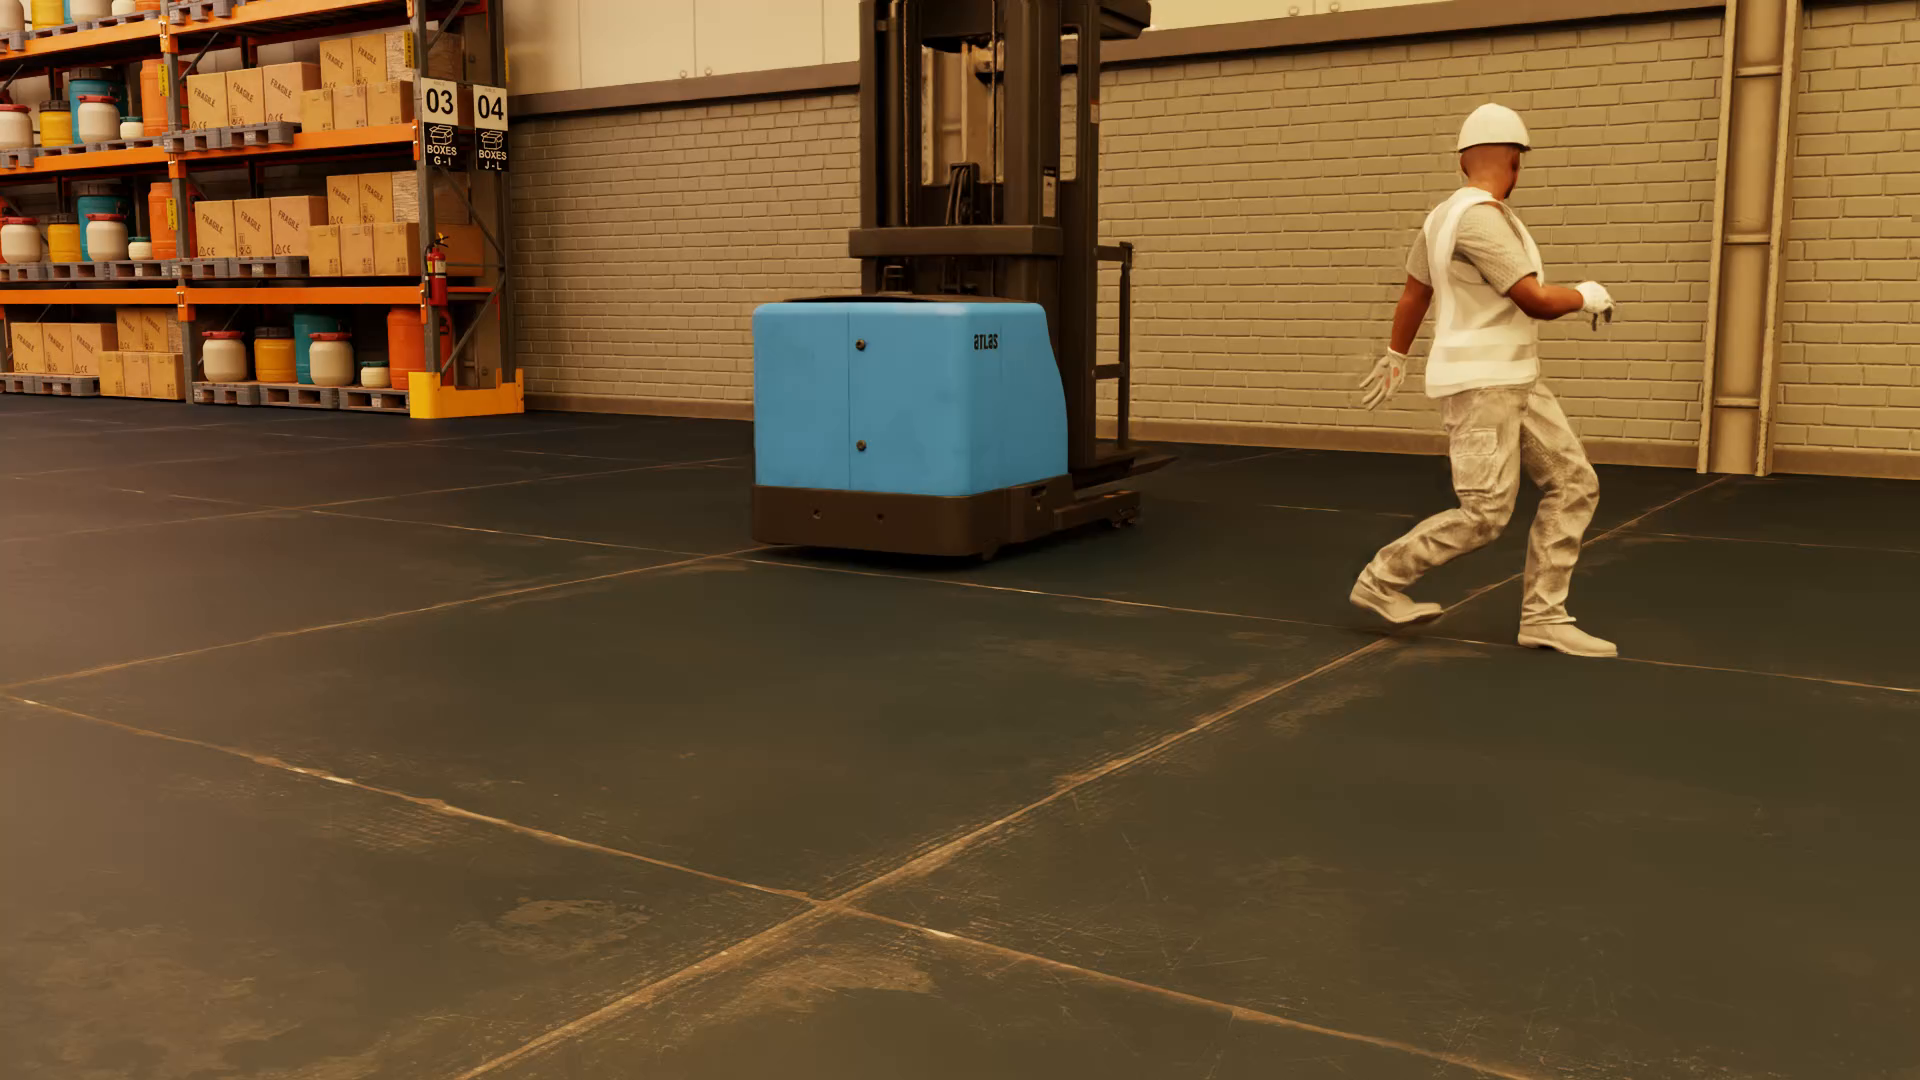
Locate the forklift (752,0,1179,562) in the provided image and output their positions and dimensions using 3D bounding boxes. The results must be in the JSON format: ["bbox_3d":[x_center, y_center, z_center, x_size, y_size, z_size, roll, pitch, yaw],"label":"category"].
[{"bbox_3d":[0.237,-1.532,7.963,1.130,2.935,3.031,4,9,27],"label":"forklift"}]

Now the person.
[{"bbox_3d":[1.646,-0.505,5.238,0.900,1.693,0.598,4,9,28],"label":"person"}]
